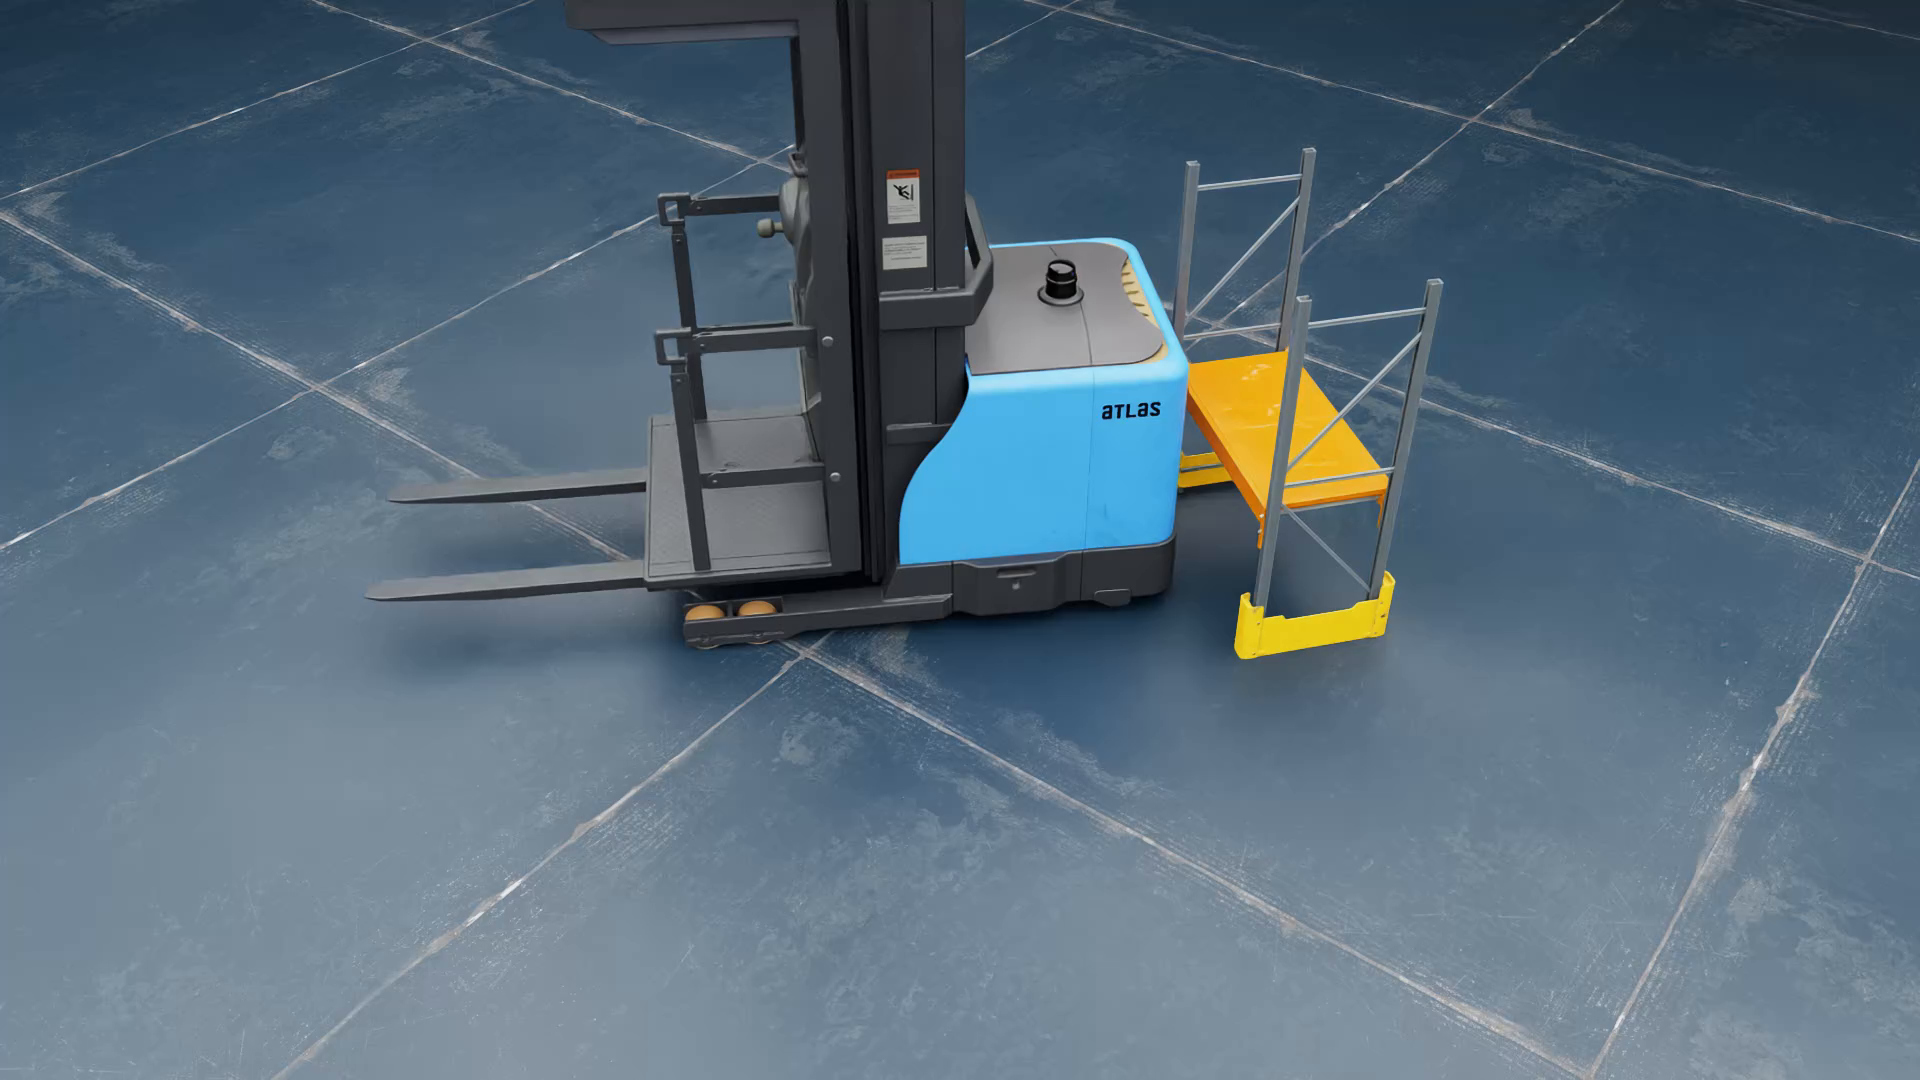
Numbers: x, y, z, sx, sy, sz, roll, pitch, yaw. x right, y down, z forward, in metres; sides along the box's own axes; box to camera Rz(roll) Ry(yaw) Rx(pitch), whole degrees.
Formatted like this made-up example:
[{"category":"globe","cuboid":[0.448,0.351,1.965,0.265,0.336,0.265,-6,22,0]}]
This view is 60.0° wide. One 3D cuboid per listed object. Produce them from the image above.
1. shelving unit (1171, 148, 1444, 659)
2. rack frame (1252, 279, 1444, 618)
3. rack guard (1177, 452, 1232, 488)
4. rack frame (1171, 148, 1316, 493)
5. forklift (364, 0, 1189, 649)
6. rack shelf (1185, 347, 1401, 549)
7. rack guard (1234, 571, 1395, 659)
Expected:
[{"category":"shelving unit","cuboid":[1.198,-0.511,6.187,0.587,1.500,1.083,-9,39,-11]},{"category":"rack frame","cuboid":[1.319,-0.213,5.805,0.500,1.500,0.032,-9,39,-11]},{"category":"rack guard","cuboid":[1.079,-0.317,6.952,0.587,0.250,0.087,-9,39,-11]},{"category":"rack frame","cuboid":[1.074,-0.821,6.582,0.500,1.500,0.032,-9,39,-11]},{"category":"forklift","cuboid":[-0.737,-1.093,5.768,3.031,2.935,1.130,-5,38,-6]},{"category":"rack shelf","cuboid":[1.196,-0.375,6.304,0.538,0.185,1.000,-9,39,-11]},{"category":"rack guard","cuboid":[1.318,0.279,6.191,0.587,0.250,0.087,-9,39,-11]}]
